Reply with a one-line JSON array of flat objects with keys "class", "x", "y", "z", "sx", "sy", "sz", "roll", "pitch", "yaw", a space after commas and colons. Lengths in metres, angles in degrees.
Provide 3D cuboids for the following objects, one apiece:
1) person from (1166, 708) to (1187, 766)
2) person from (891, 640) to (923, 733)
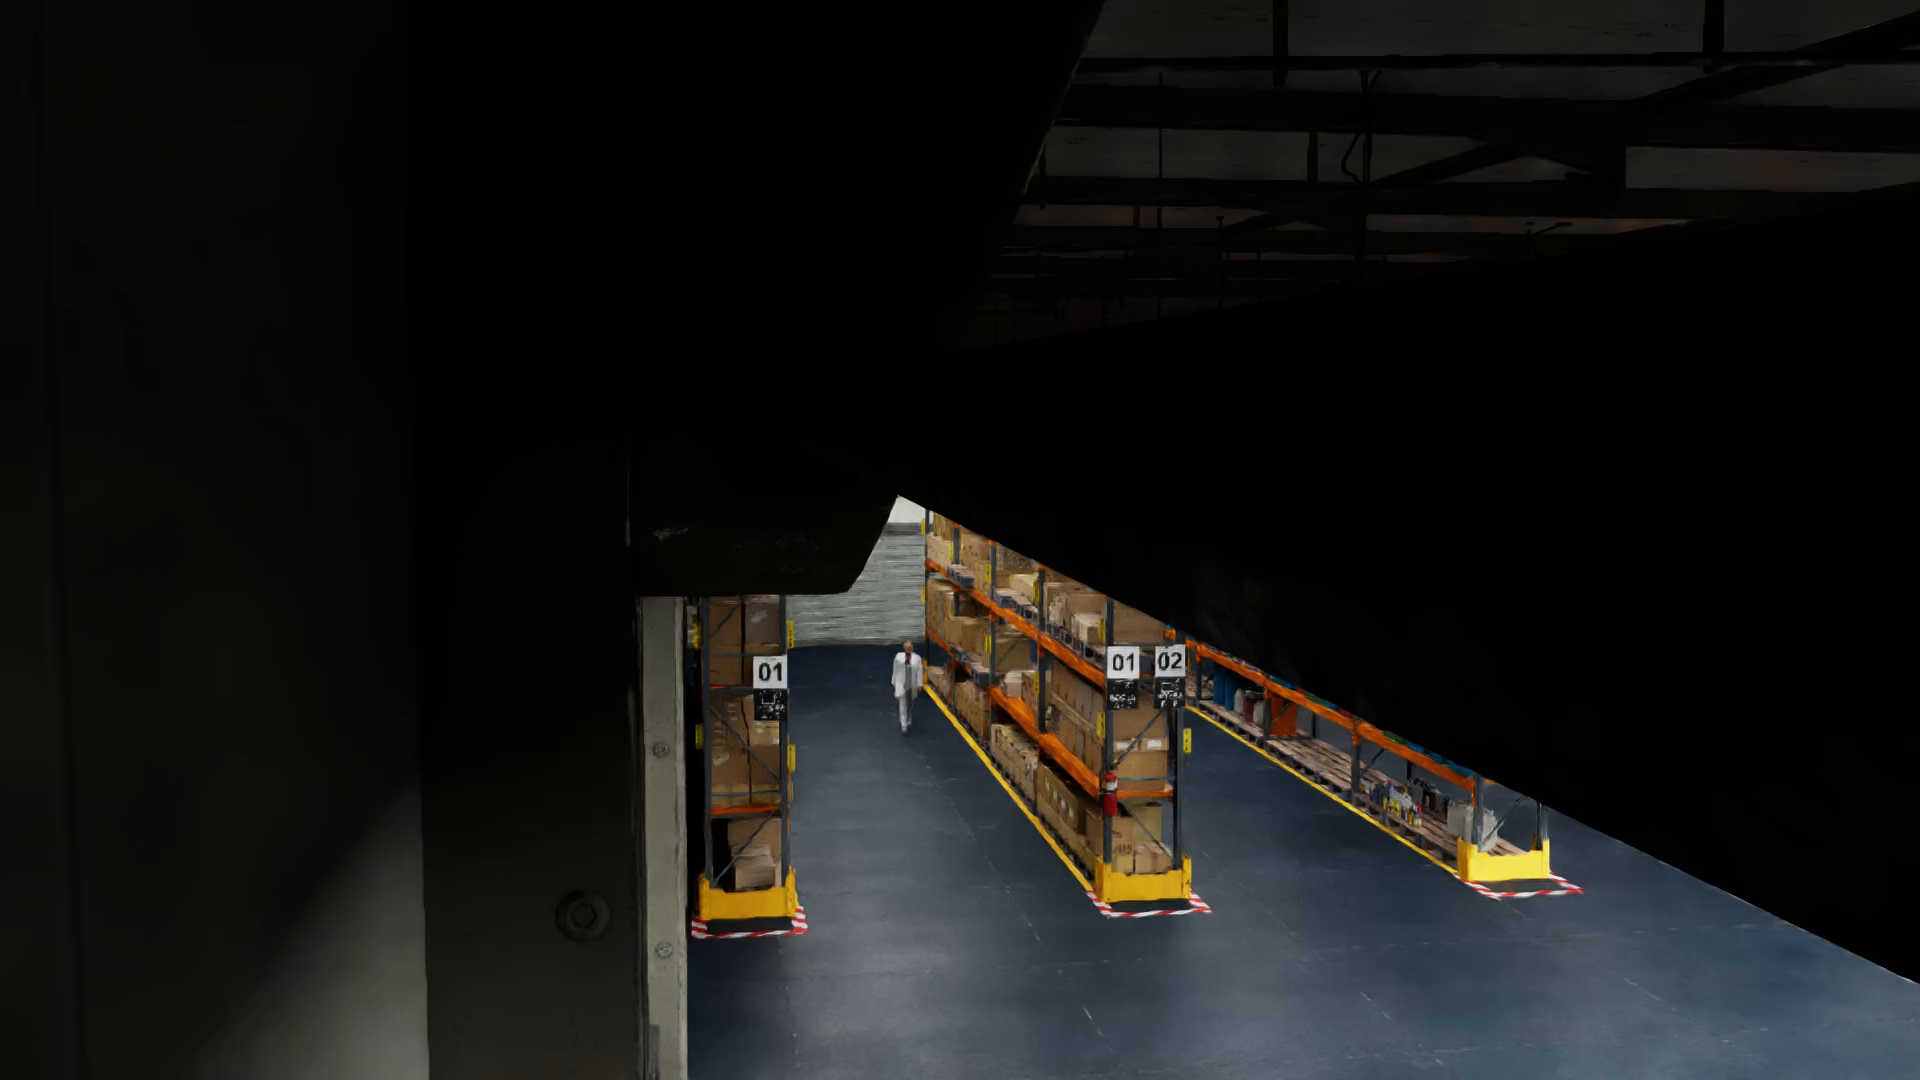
[{"class": "person", "x": 3.638, "y": 3.001, "z": 28.397, "sx": 0.551, "sy": 1.642, "sz": 0.573, "roll": 2, "pitch": 5, "yaw": 19}, {"class": "person", "x": -0.974, "y": 2.718, "z": 31.224, "sx": 0.588, "sy": 1.700, "sz": 1.193, "roll": -1, "pitch": 5, "yaw": -11}]
